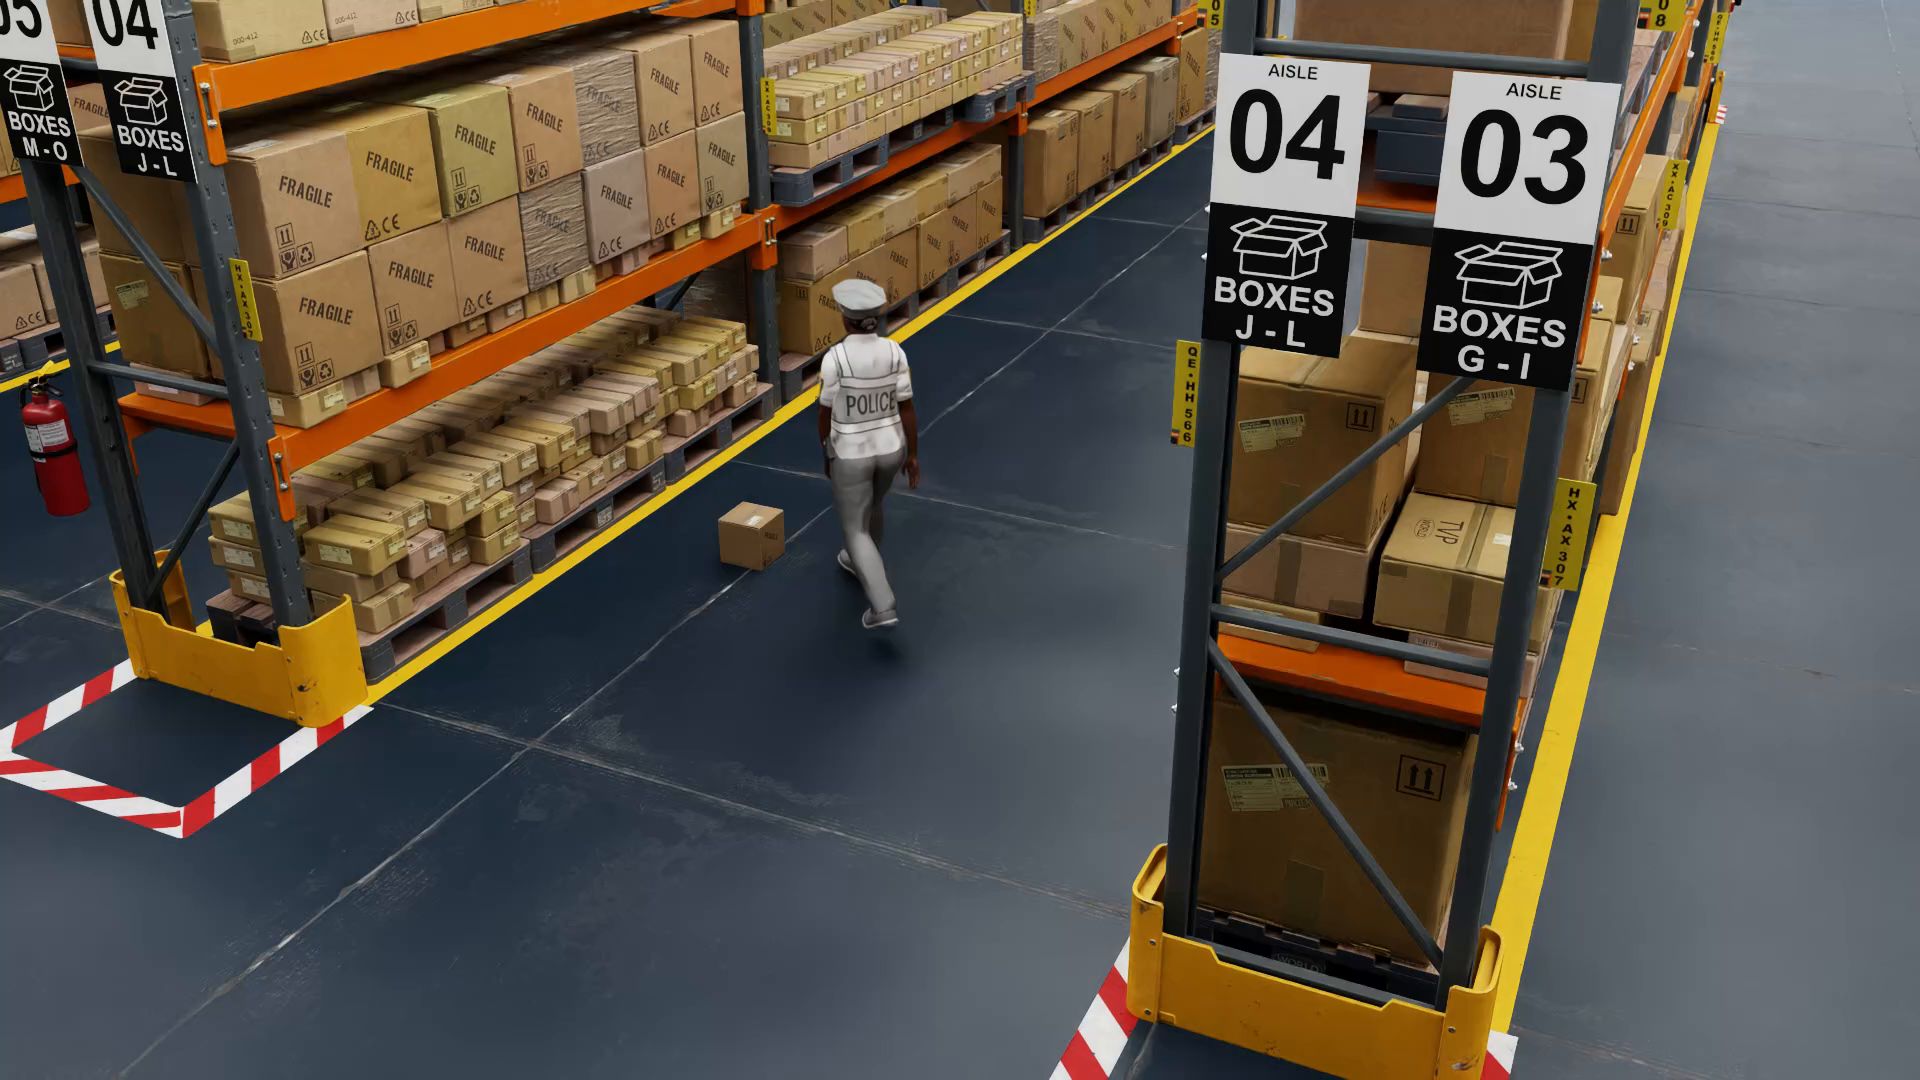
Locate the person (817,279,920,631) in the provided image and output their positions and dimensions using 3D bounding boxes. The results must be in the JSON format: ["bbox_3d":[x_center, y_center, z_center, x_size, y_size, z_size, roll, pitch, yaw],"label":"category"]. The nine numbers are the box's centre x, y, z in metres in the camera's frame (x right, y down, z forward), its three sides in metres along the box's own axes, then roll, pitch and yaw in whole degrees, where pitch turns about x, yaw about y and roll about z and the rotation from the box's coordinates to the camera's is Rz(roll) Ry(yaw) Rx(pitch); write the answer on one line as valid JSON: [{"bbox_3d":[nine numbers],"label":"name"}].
[{"bbox_3d":[-0.430,-0.415,7.943,0.462,1.627,0.986,-14,30,-27],"label":"person"}]
